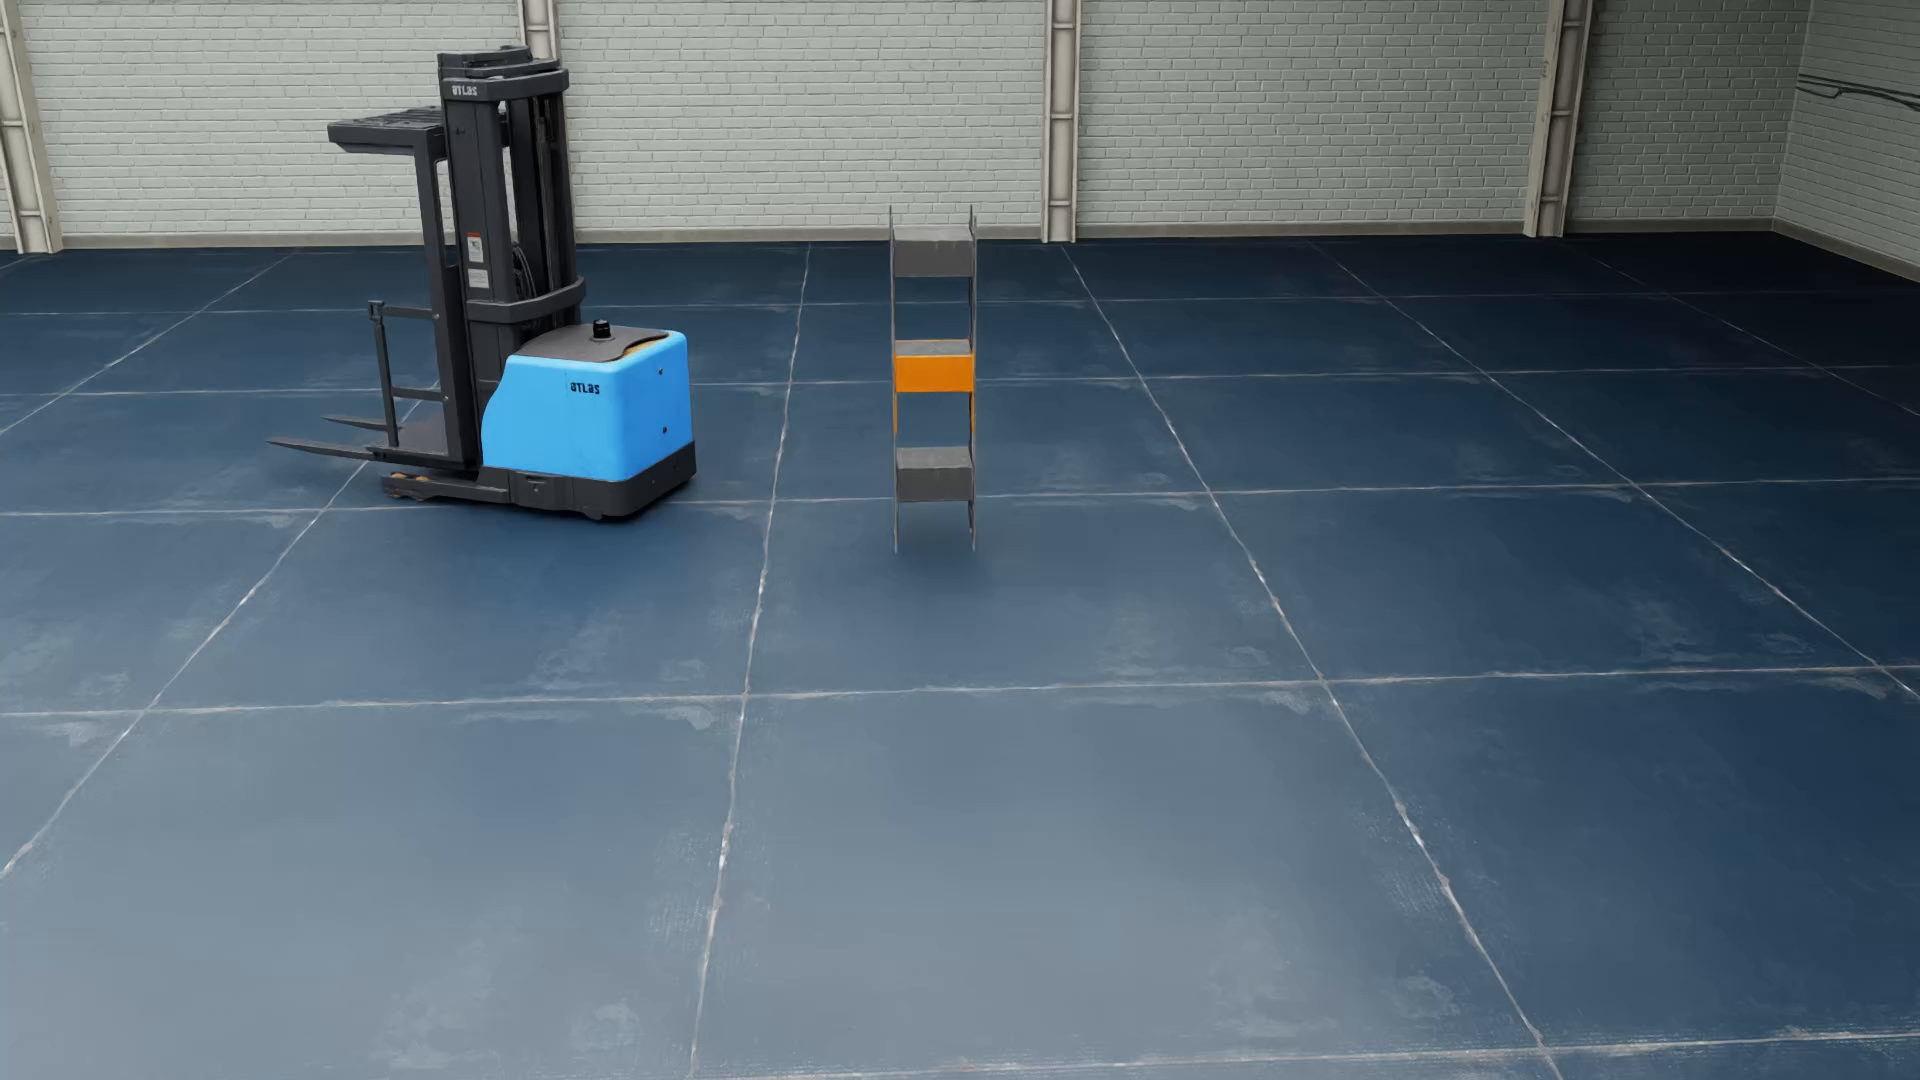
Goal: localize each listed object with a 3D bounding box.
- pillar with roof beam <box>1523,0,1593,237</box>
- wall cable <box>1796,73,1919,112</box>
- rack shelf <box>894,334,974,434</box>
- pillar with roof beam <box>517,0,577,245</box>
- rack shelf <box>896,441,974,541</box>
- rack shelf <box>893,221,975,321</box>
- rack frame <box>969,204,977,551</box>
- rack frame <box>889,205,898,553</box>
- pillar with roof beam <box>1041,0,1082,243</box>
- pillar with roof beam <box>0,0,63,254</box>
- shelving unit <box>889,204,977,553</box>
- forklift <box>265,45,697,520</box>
[{"bbox_3d":[7.426,-6.437,14.881,0.400,9.000,9.100,-1,21,-3],"label":"pillar with roof beam"},{"bbox_3d":[10.197,-6.105,18.373,0.112,2.526,3.097,-1,21,-3],"label":"wall cable"},{"bbox_3d":[-0.165,-0.965,10.243,0.480,0.518,0.431,-1,21,-3],"label":"rack shelf"},{"bbox_3d":[-4.555,-6.193,14.241,0.400,9.000,9.100,-1,21,-3],"label":"pillar with roof beam"},{"bbox_3d":[-0.165,-0.311,10.492,0.480,0.518,0.431,-1,21,-3],"label":"rack shelf"},{"bbox_3d":[-0.165,-1.619,9.994,0.480,0.518,0.431,-1,21,-3],"label":"rack shelf"},{"bbox_3d":[0.078,-0.983,10.252,0.015,2.100,0.400,-1,21,-3],"label":"rack frame"},{"bbox_3d":[-0.409,-0.973,10.226,0.015,2.100,0.400,-1,21,-3],"label":"rack frame"},{"bbox_3d":[1.436,-6.315,14.561,0.400,9.000,9.100,-1,21,-3],"label":"pillar with roof beam"},{"bbox_3d":[-10.545,-6.071,13.920,0.400,9.000,9.100,-1,21,-3],"label":"pillar with roof beam"},{"bbox_3d":[-0.165,-0.978,10.239,0.503,2.100,0.431,-1,21,-3],"label":"shelving unit"},{"bbox_3d":[-3.421,-1.802,11.236,3.031,2.935,1.130,7,22,18],"label":"forklift"}]
